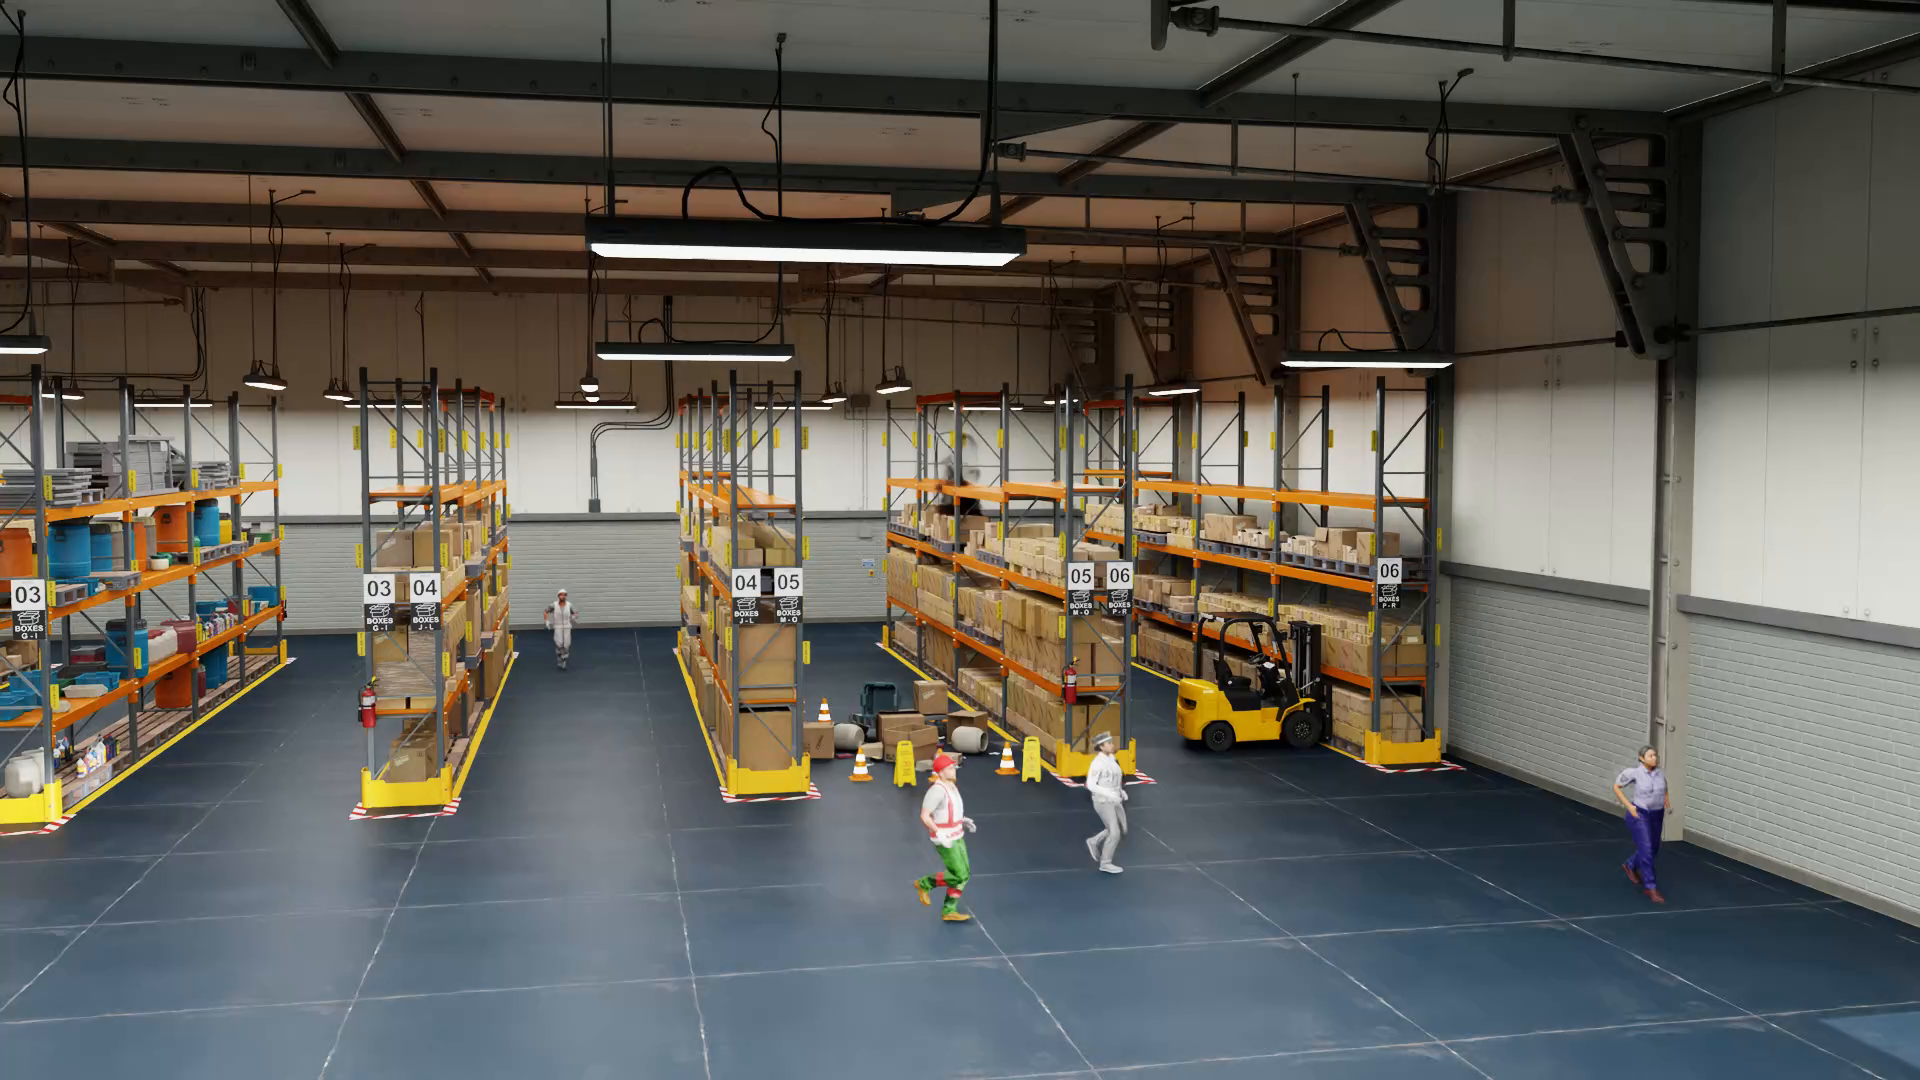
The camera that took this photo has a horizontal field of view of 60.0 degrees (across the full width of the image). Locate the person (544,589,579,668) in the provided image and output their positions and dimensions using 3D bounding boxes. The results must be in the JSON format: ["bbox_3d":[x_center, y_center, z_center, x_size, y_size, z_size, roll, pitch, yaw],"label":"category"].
[{"bbox_3d":[-8.703,1.957,36.402,0.714,1.748,0.679,-1,4,-23],"label":"person"}]

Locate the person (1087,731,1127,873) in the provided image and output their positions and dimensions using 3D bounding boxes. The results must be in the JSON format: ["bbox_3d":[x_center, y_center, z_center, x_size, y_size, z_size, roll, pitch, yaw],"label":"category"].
[{"bbox_3d":[1.699,3.027,19.298,0.555,1.648,0.613,2,4,33],"label":"person"}]

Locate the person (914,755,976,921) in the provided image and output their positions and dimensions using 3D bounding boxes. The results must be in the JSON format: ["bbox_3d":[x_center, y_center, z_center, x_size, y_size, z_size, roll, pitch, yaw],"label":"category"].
[{"bbox_3d":[-0.161,3.110,17.371,0.592,1.741,0.672,1,4,21],"label":"person"}]

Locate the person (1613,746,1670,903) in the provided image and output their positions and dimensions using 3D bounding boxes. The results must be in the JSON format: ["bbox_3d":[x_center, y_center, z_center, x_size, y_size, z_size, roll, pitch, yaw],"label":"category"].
[{"bbox_3d":[7.556,3.093,18.358,0.611,1.666,0.798,-1,4,-18],"label":"person"}]
